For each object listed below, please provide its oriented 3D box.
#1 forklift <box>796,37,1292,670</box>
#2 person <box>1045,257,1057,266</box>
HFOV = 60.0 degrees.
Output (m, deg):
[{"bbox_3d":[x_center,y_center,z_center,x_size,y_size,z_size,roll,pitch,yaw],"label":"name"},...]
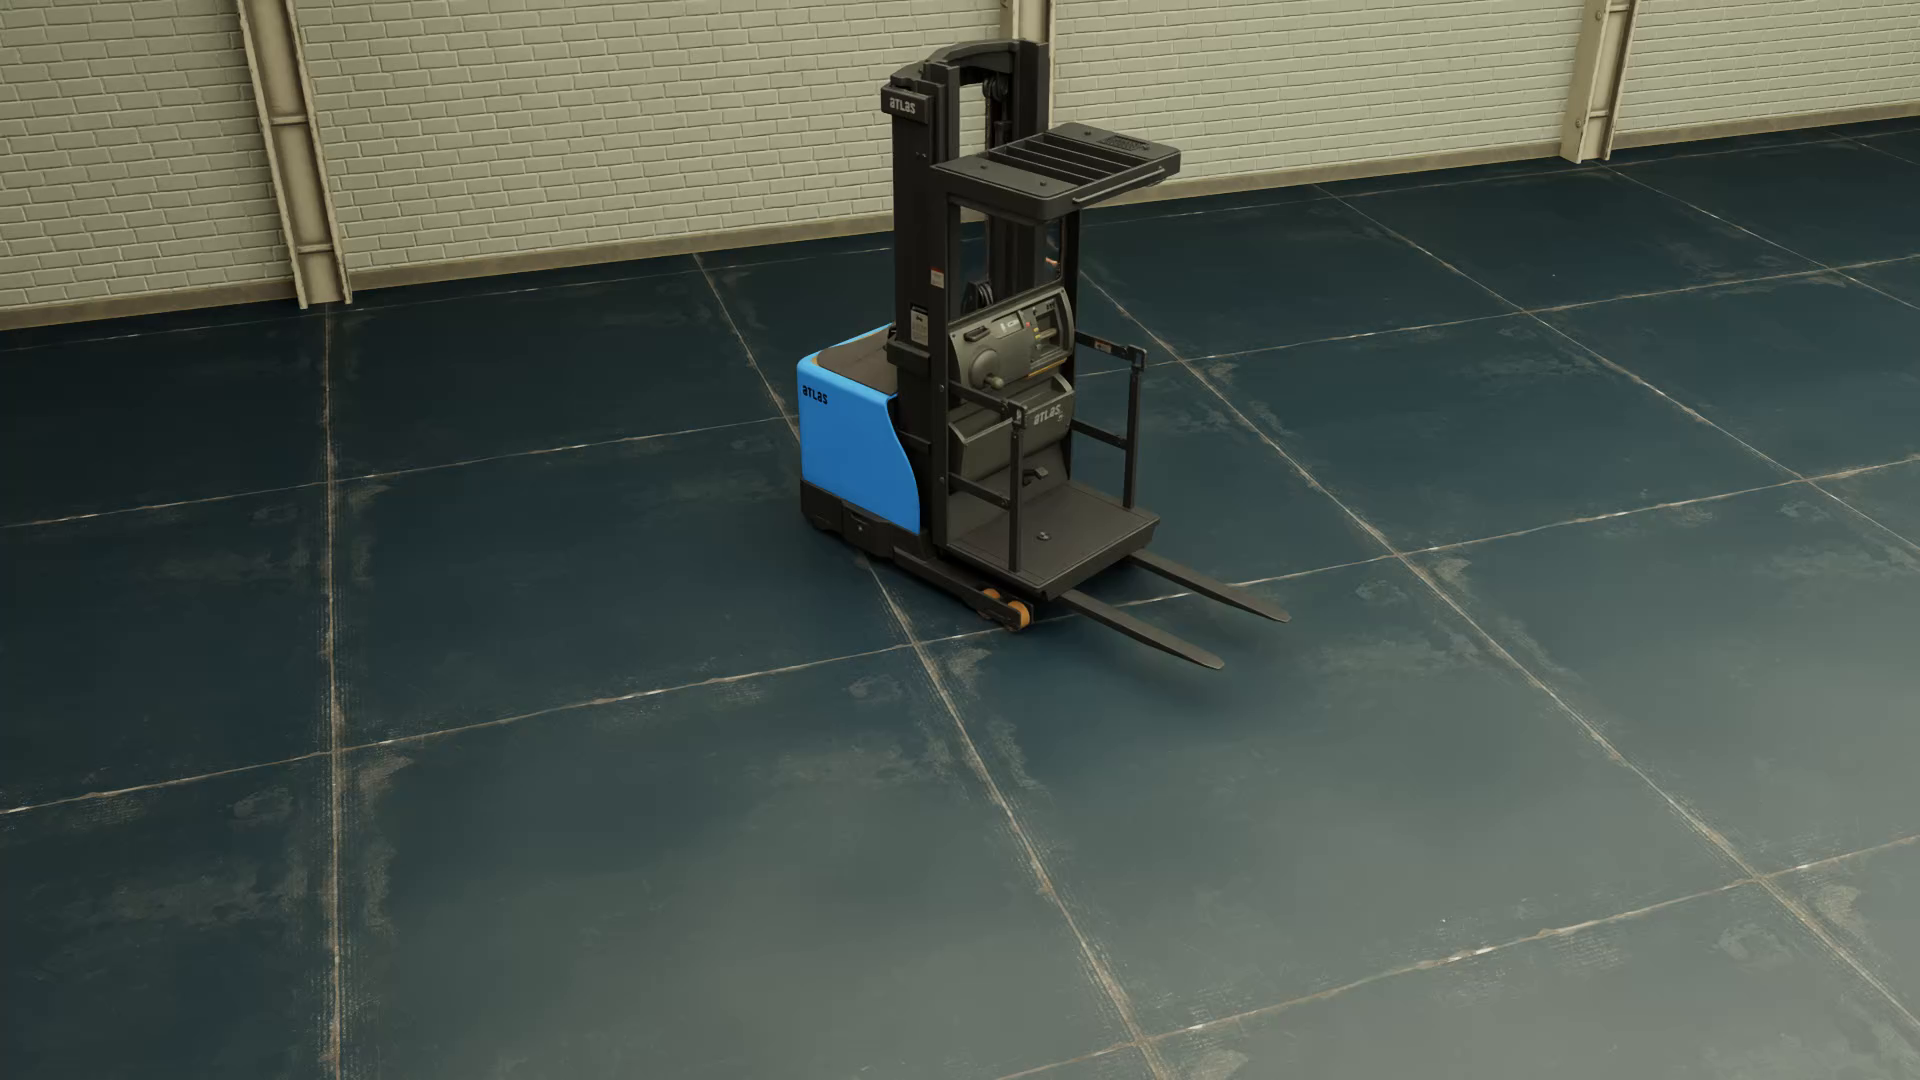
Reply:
[{"bbox_3d":[0.443,-1.061,8.931,3.031,2.935,1.130,25,38,37],"label":"forklift"},{"bbox_3d":[0.531,-1.844,11.835,0.688,1.423,0.636,-15,33,-24],"label":"person"}]
